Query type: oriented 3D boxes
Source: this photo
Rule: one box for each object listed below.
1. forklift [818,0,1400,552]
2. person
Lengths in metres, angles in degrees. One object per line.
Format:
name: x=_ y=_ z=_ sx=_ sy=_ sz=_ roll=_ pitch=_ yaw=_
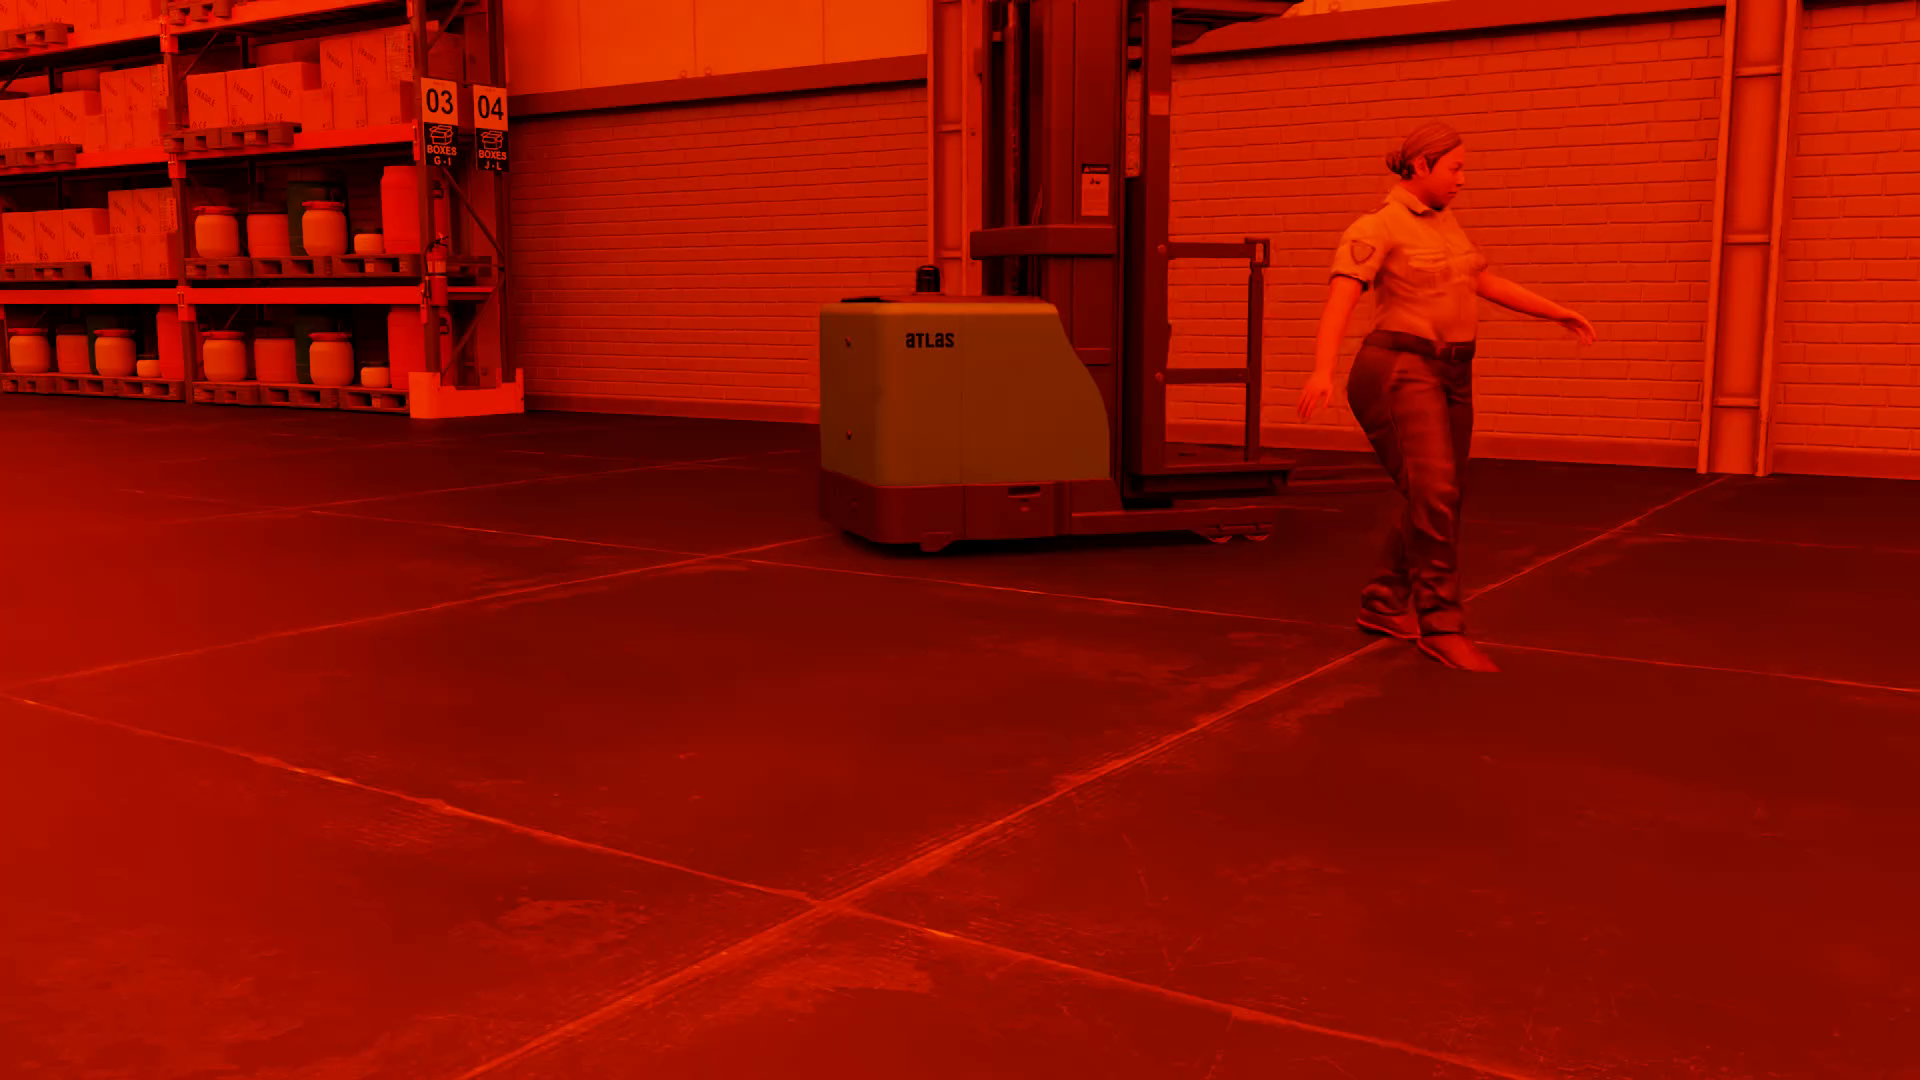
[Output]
forklift: x=0.905 y=-1.502 z=7.757 sx=3.031 sy=2.935 sz=1.130 roll=-3 pitch=9 yaw=-20
person: x=1.459 y=-0.439 z=5.098 sx=0.926 sy=1.656 sz=0.666 roll=-7 pitch=11 yaw=-40
